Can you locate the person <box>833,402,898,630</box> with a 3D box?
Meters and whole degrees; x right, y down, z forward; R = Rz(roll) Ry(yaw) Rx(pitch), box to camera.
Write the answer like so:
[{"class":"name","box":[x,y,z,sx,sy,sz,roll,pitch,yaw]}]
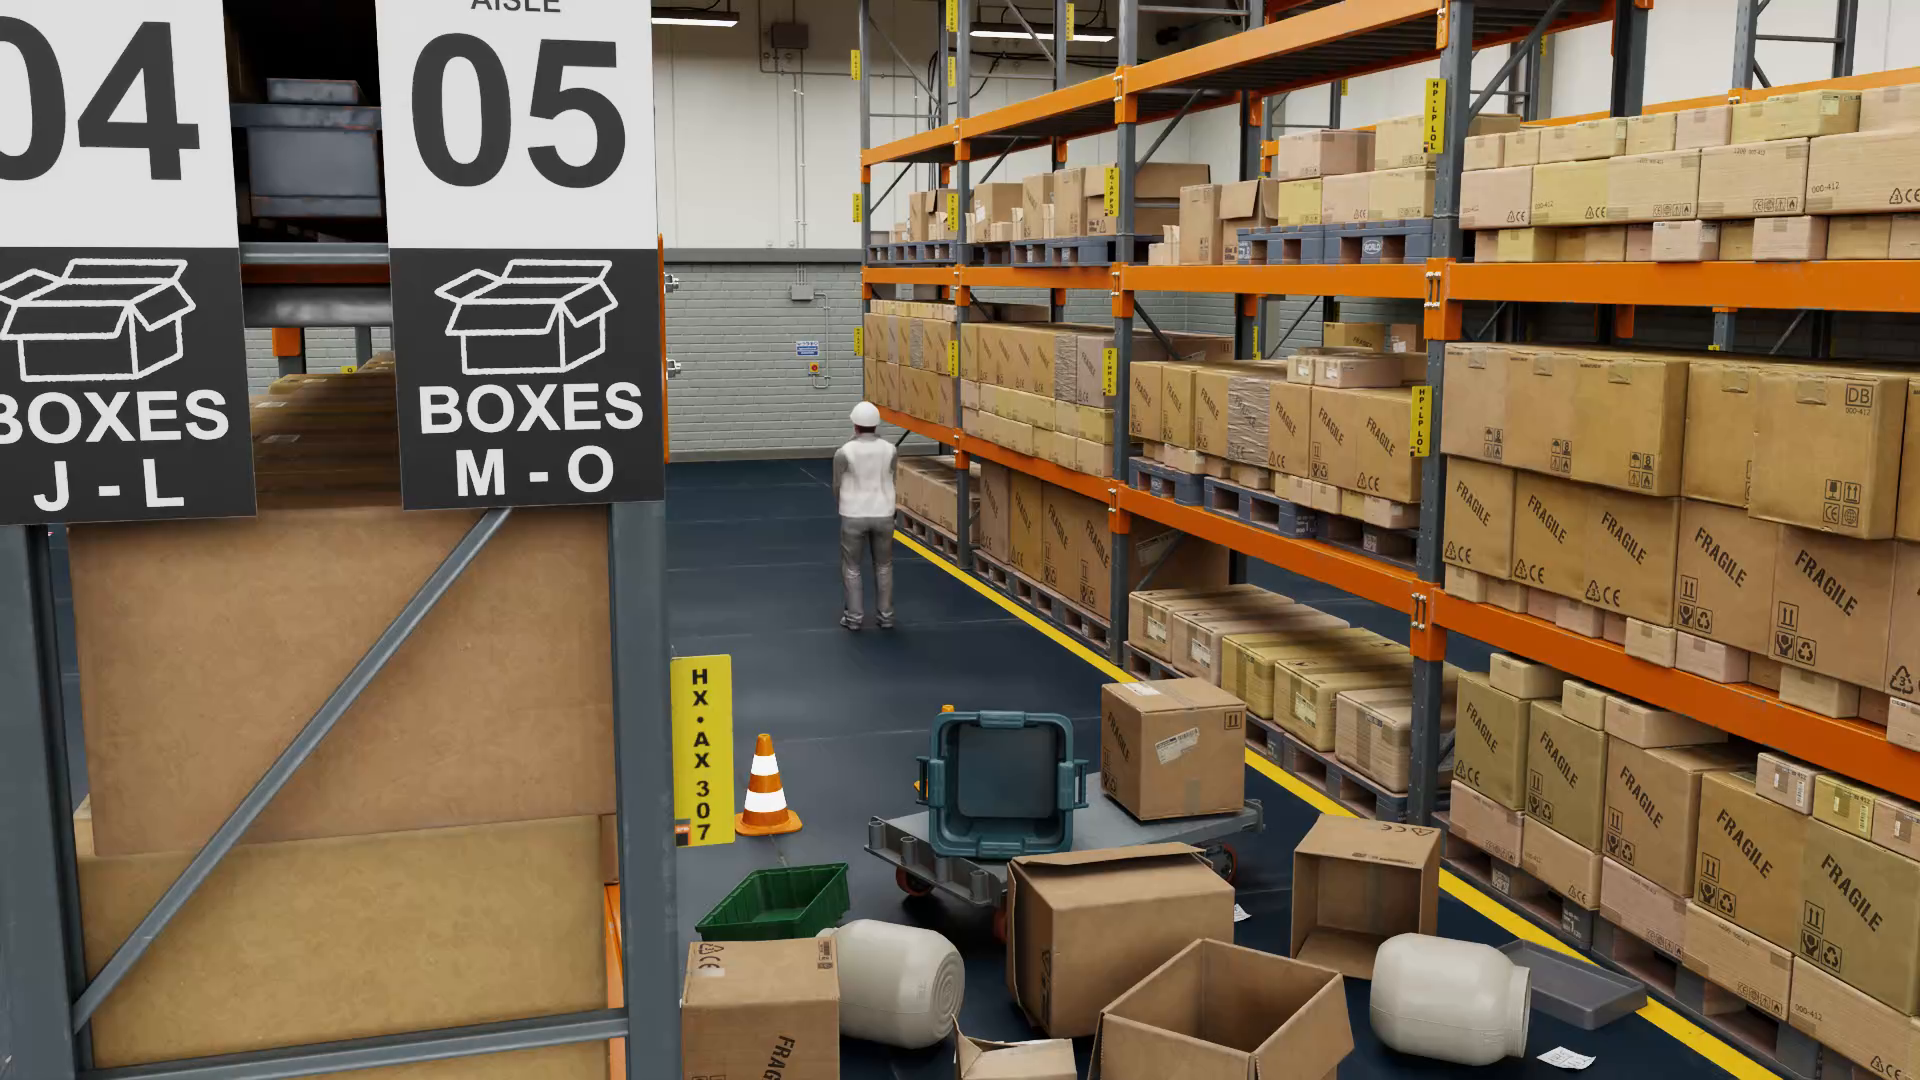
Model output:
[{"class":"person","box":[-0.754,-0.204,13.044,0.514,1.775,0.542,-3,10,-16]}]
